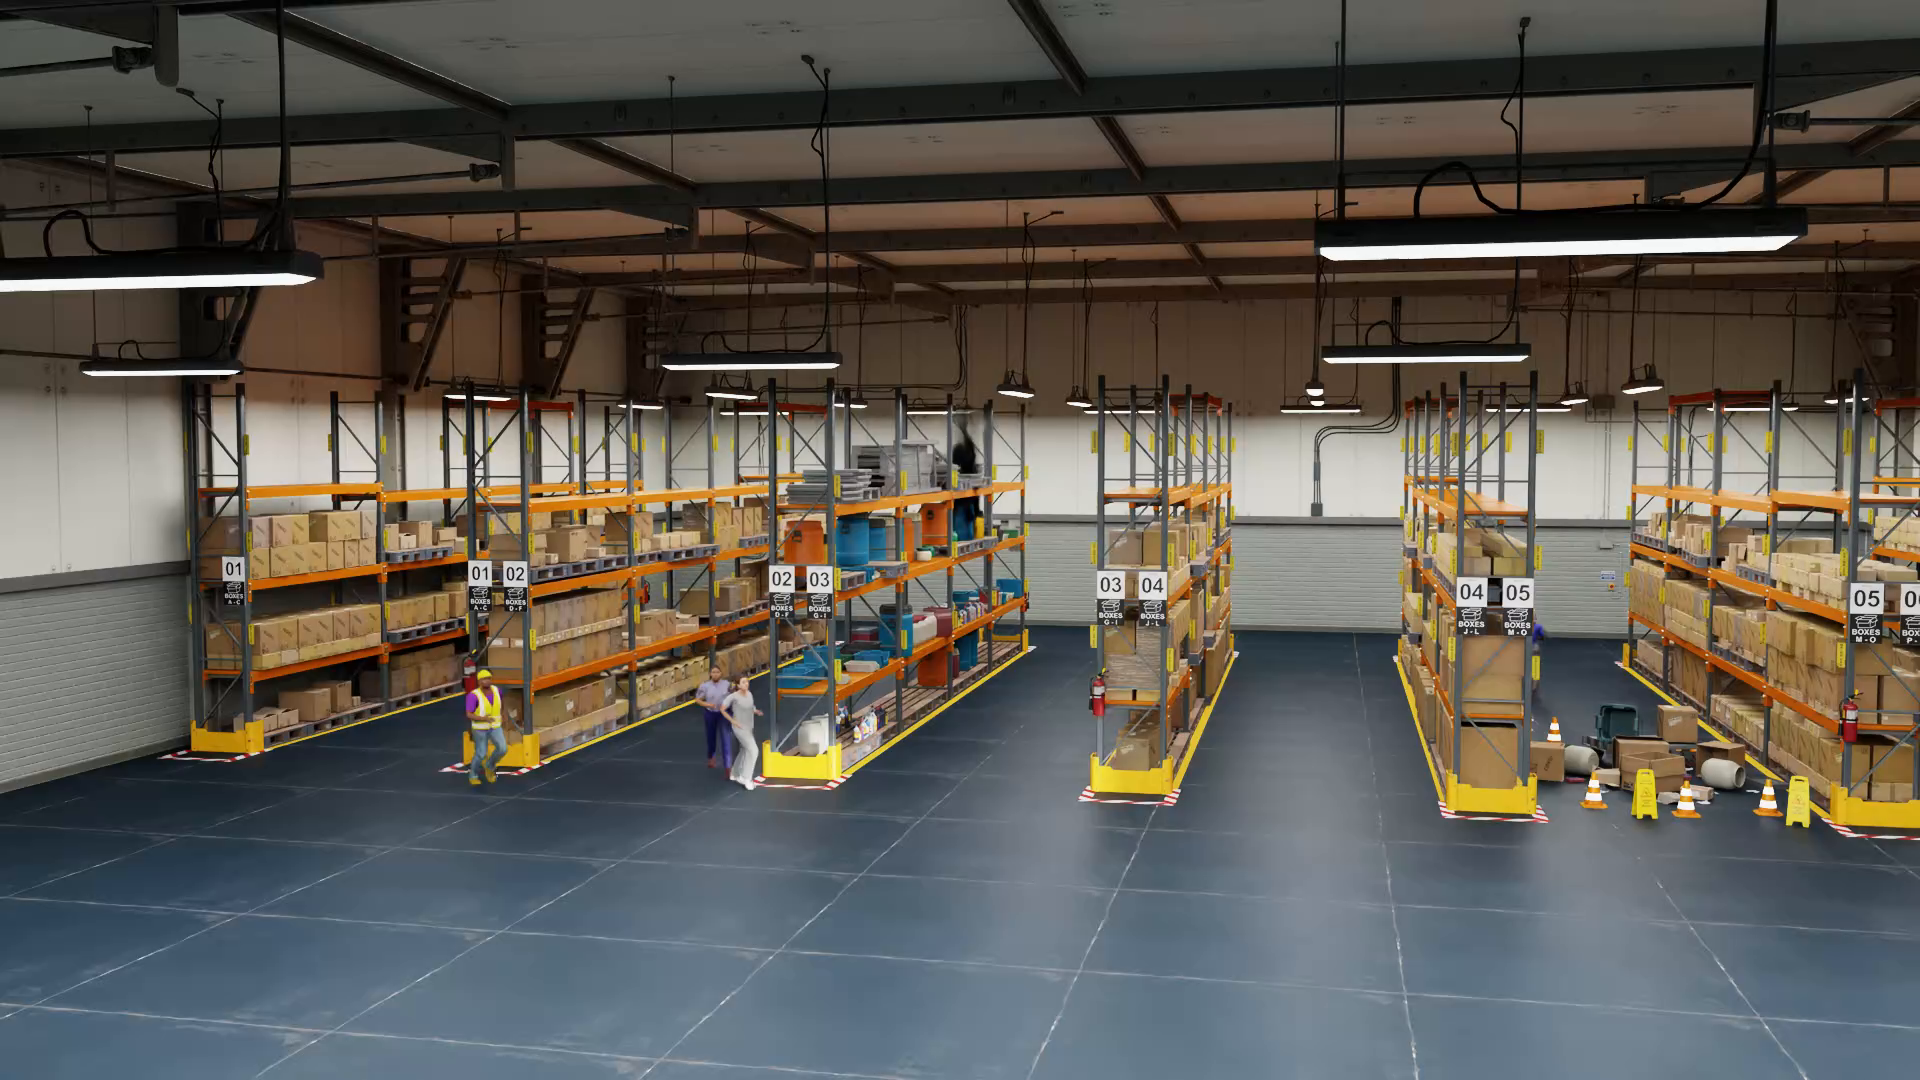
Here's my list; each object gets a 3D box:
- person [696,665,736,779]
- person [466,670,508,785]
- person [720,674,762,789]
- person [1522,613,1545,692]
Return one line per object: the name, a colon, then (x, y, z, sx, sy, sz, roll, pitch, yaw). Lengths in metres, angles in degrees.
person: (-3.701, 2.715, 25.234, 0.615, 1.667, 0.915, -1, 3, -11)
person: (-6.872, 2.735, 24.245, 0.721, 1.716, 0.806, -3, 4, -42)
person: (-3.176, 2.805, 24.275, 0.644, 1.700, 0.556, 2, 4, 27)
person: (11.451, 2.279, 33.435, 0.589, 1.733, 0.758, 1, 3, 12)
